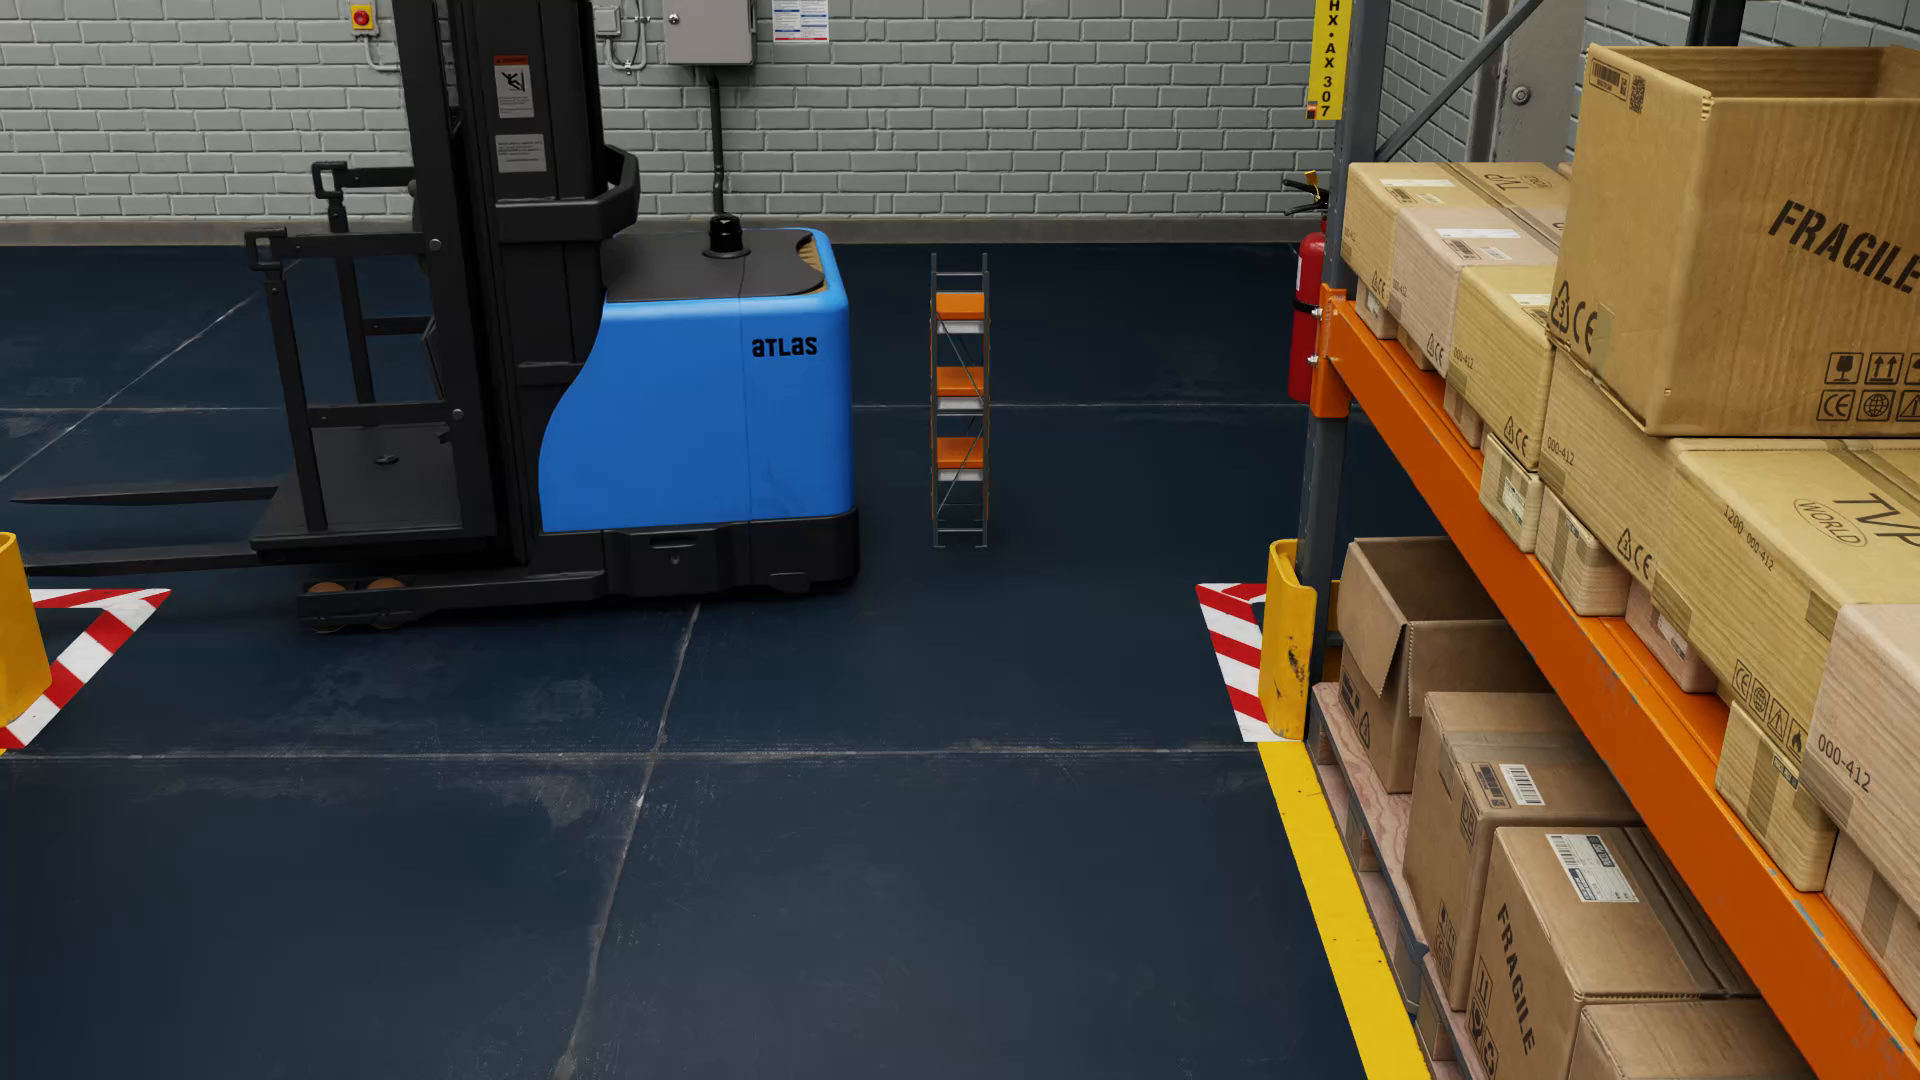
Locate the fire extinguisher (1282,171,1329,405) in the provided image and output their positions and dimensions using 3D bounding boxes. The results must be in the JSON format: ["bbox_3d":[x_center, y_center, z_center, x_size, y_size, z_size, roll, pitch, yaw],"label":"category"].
[{"bbox_3d":[1.051,-0.730,4.771,0.296,0.674,0.183,0,24,-1],"label":"fire extinguisher"}]

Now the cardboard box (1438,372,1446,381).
[{"bbox_3d":[1.331,-0.413,3.828,0.380,0.149,0.250,-1,24,-1],"label":"cardboard box"}]

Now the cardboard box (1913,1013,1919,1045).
[{"bbox_3d":[1.251,0.541,1.718,0.380,0.149,0.250,0,24,1],"label":"cardboard box"}]

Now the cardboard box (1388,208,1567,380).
[{"bbox_3d":[1.256,-0.548,3.643,0.500,0.250,0.500,0,24,0],"label":"cardboard box"}]

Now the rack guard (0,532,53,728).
[{"bbox_3d":[-3.448,0.276,5.033,1.175,0.500,0.348,0,24,-1],"label":"rack guard"}]

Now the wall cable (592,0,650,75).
[{"bbox_3d":[-2.115,-3.650,9.448,0.588,1.984,0.122,0,24,-1],"label":"wall cable"}]

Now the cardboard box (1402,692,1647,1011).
[{"bbox_3d":[1.398,0.676,3.640,0.700,0.500,0.500,1,24,2],"label":"cardboard box"}]

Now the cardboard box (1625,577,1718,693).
[{"bbox_3d":[1.304,0.120,2.650,0.380,0.149,0.250,0,24,-1],"label":"cardboard box"}]

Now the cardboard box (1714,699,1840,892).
[{"bbox_3d":[1.245,0.328,2.189,0.380,0.149,0.250,-1,24,-1],"label":"cardboard box"}]

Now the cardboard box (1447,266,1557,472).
[{"bbox_3d":[1.265,-0.339,3.181,0.500,0.250,0.500,-1,24,-2],"label":"cardboard box"}]

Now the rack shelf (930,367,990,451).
[{"bbox_3d":[-0.001,-0.491,6.087,0.215,0.259,0.240,0,24,-1],"label":"rack shelf"}]

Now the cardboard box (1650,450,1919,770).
[{"bbox_3d":[1.297,0.084,2.246,0.500,0.250,0.500,0,24,-1],"label":"cardboard box"}]

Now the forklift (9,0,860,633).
[{"bbox_3d":[-1.914,-1.257,5.473,3.031,2.935,1.130,-4,25,-8],"label":"forklift"}]

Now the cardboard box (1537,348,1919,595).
[{"bbox_3d":[1.292,-0.129,2.715,0.500,0.250,0.500,-1,24,-2],"label":"cardboard box"}]

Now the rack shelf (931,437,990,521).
[{"bbox_3d":[-0.001,-0.238,6.201,0.215,0.259,0.240,0,24,-1],"label":"rack shelf"}]

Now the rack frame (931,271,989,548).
[{"bbox_3d":[0.001,-0.450,5.971,0.200,1.050,0.008,0,24,-1],"label":"rack frame"}]

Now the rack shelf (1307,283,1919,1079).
[{"bbox_3d":[1.537,0.275,2.875,1.077,0.370,4.000,0,24,-1],"label":"rack shelf"}]

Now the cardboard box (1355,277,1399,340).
[{"bbox_3d":[1.244,-0.626,4.298,0.380,0.149,0.250,0,24,-1],"label":"cardboard box"}]

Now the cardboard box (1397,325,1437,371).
[{"bbox_3d":[1.294,-0.521,4.067,0.380,0.149,0.250,0,24,1],"label":"cardboard box"}]

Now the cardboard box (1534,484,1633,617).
[{"bbox_3d":[1.232,0.014,2.884,0.380,0.149,0.250,0,24,1],"label":"cardboard box"}]

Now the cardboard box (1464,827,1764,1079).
[{"bbox_3d":[1.303,0.894,3.157,0.500,0.500,0.500,0,24,0],"label":"cardboard box"}]

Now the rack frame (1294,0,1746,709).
[{"bbox_3d":[1.515,-0.877,4.549,1.000,3.000,0.127,0,24,-1],"label":"rack frame"}]

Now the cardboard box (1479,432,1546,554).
[{"bbox_3d":[1.209,-0.095,3.124,0.380,0.149,0.250,-1,24,-2],"label":"cardboard box"}]

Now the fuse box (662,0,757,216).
[{"bbox_3d":[-1.431,-2.539,9.787,0.539,1.711,0.414,0,24,-1],"label":"fuse box"}]

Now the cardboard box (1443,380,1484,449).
[{"bbox_3d":[1.273,-0.309,3.597,0.380,0.149,0.250,0,24,1],"label":"cardboard box"}]

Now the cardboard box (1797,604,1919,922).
[{"bbox_3d":[1.289,0.289,1.792,0.500,0.250,0.500,0,24,0],"label":"cardboard box"}]

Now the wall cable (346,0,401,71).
[{"bbox_3d":[-3.533,-3.654,9.417,0.585,1.953,0.123,0,24,-1],"label":"wall cable"}]

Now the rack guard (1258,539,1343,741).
[{"bbox_3d":[1.516,0.293,4.995,1.175,0.500,0.348,0,24,-1],"label":"rack guard"}]

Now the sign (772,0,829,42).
[{"bbox_3d":[-0.939,-3.170,9.734,0.329,0.494,0.001,0,24,-1],"label":"sign"}]

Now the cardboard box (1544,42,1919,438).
[{"bbox_3d":[1.267,-0.479,2.581,0.500,0.500,0.500,0,24,1],"label":"cardboard box"}]

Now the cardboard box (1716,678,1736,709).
[{"bbox_3d":[1.354,0.221,2.426,0.380,0.149,0.250,0,24,0],"label":"cardboard box"}]

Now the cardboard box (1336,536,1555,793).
[{"bbox_3d":[1.427,0.322,4.418,0.797,0.503,0.637,-1,24,-3],"label":"cardboard box"}]

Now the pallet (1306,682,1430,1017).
[{"bbox_3d":[1.526,0.754,4.328,1.003,0.211,1.213,0,24,-1],"label":"pallet"}]

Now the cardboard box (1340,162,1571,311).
[{"bbox_3d":[1.251,-0.756,4.102,0.500,0.250,0.500,0,24,0],"label":"cardboard box"}]

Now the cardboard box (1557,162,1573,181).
[{"bbox_3d":[1.786,-0.756,4.102,0.500,0.250,0.500,0,24,1],"label":"cardboard box"}]

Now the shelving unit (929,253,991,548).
[{"bbox_3d":[-0.001,-0.500,6.082,0.215,1.050,0.252,0,24,-1],"label":"shelving unit"}]

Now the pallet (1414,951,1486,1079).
[{"bbox_3d":[1.536,1.255,3.219,1.003,0.211,1.213,0,24,-1],"label":"pallet"}]

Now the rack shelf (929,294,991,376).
[{"bbox_3d":[-0.001,-0.749,5.970,0.215,0.259,0.240,0,24,-1],"label":"rack shelf"}]

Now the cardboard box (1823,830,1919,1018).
[{"bbox_3d":[1.276,0.433,1.957,0.380,0.149,0.250,0,24,1],"label":"cardboard box"}]

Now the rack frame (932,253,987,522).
[{"bbox_3d":[-0.002,-0.551,6.194,0.200,1.050,0.008,0,24,-1],"label":"rack frame"}]

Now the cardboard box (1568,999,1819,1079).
[{"bbox_3d":[1.409,1.103,2.694,0.700,0.500,0.500,-1,24,-3],"label":"cardboard box"}]

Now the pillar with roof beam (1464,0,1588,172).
[{"bbox_3d":[-1.918,-4.706,5.735,9.100,9.000,0.400,0,24,-1],"label":"pillar with roof beam"}]

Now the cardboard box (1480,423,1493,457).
[{"bbox_3d":[1.281,-0.199,3.355,0.380,0.149,0.250,0,24,0],"label":"cardboard box"}]

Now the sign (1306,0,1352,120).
[{"bbox_3d":[0.973,-1.269,4.365,0.100,0.325,0.005,0,24,-1],"label":"sign"}]
